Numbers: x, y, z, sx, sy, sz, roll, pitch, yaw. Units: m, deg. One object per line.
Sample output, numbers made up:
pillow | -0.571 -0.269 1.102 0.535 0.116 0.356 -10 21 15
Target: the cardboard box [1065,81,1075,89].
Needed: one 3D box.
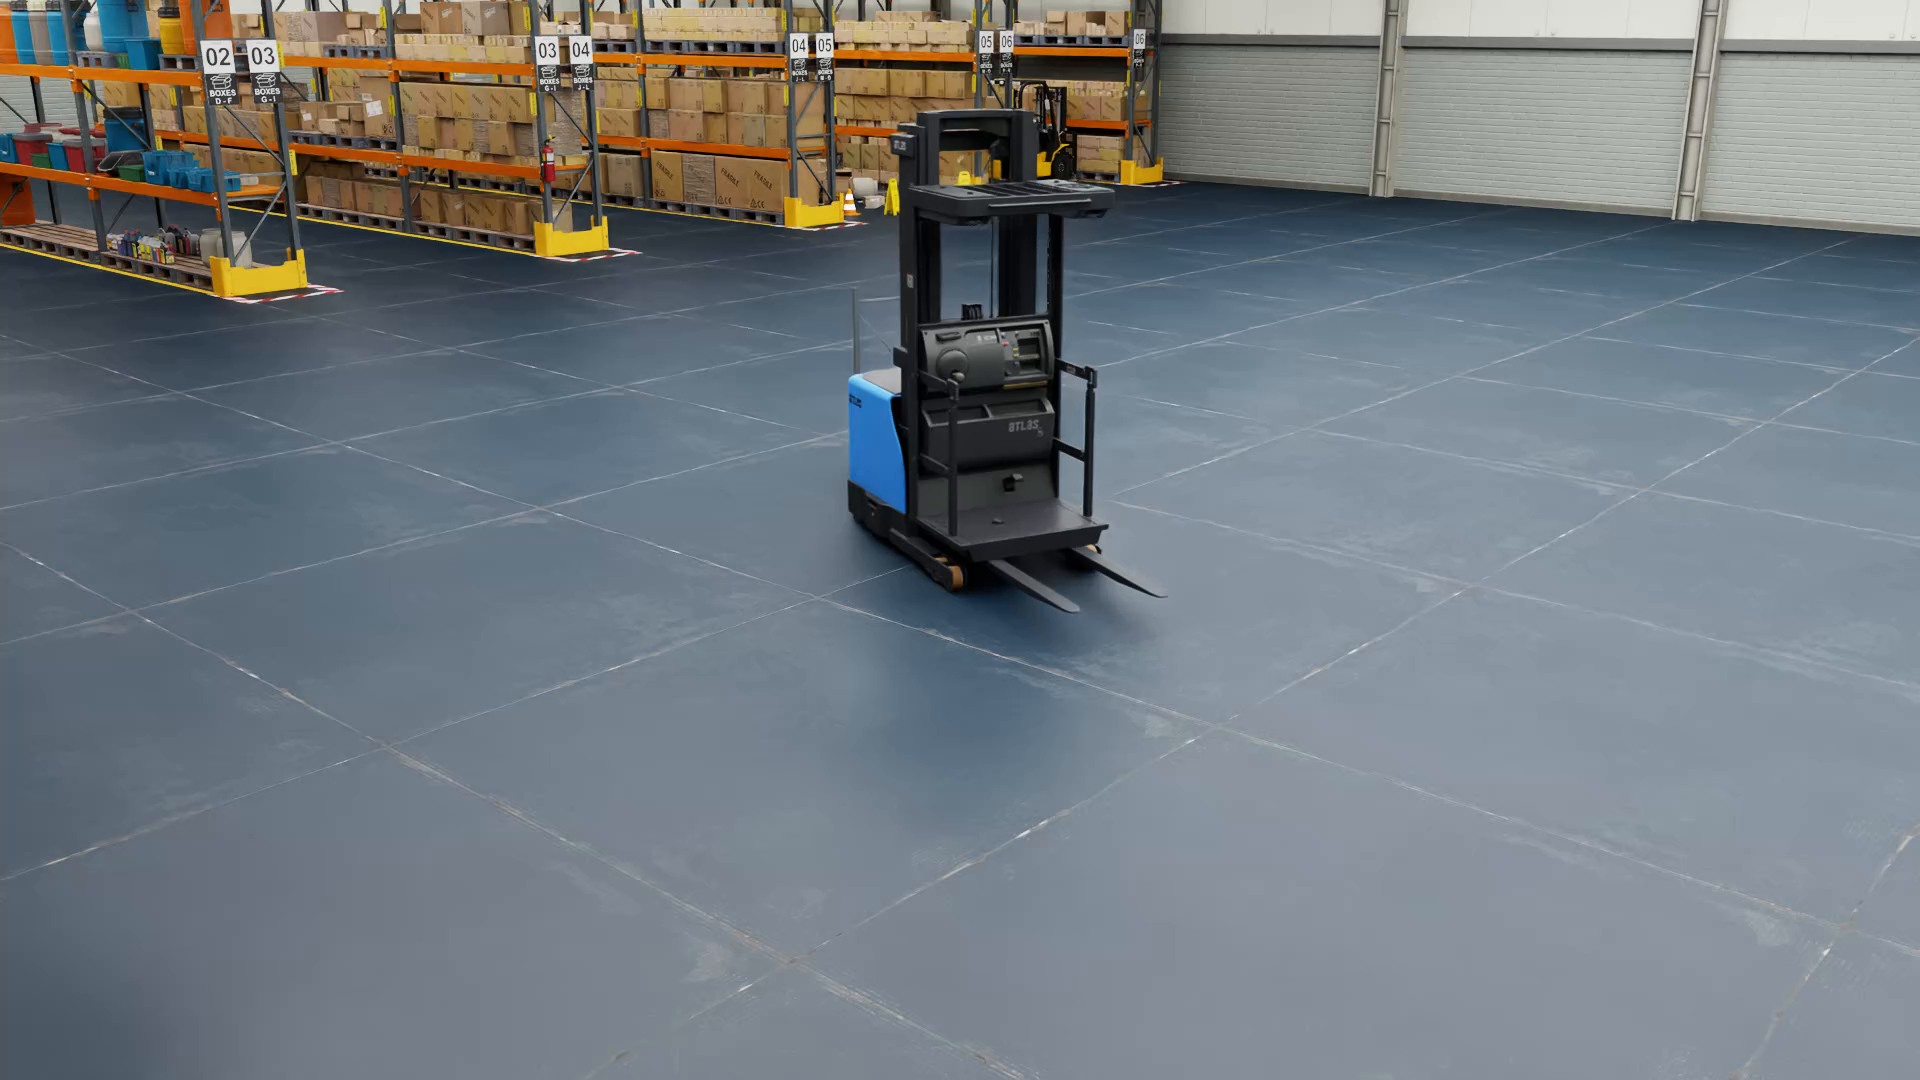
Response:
cardboard box | 2.511 -9.991 36.480 0.250 0.149 0.380 16 23 40

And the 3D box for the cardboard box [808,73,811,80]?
cardboard box | -3.363 -9.790 35.151 0.250 0.149 0.380 14 22 38

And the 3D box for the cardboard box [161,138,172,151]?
cardboard box | -16.019 -7.797 34.114 0.875 0.875 0.875 15 23 39

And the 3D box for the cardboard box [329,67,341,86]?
cardboard box | -13.988 -10.599 37.815 0.500 0.500 0.500 16 24 41

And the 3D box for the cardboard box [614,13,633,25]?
cardboard box | -7.860 -11.956 38.580 0.500 0.500 0.500 15 23 38

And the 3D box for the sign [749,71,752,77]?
sign | -5.390 -11.933 42.895 0.005 0.325 0.100 15 23 39

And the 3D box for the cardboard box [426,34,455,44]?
cardboard box | -8.237 -7.949 26.402 0.250 0.149 0.380 16 24 41

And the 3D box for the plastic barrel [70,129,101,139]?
plastic barrel | -13.328 -6.005 25.425 0.433 0.535 0.433 0 18 0

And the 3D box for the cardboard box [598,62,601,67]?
cardboard box | -8.769 -11.344 39.580 0.250 0.149 0.380 14 23 38

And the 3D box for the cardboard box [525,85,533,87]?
cardboard box | -6.530 -6.809 25.872 0.500 0.500 0.500 15 23 39

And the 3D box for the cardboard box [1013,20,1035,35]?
cardboard box | 1.409 -11.451 37.137 0.500 0.311 0.500 16 23 40

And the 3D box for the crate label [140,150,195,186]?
crate label | -10.774 -5.074 22.655 0.616 0.435 0.502 15 23 39

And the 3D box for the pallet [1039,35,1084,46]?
pallet | 2.512 -11.015 36.623 1.213 0.211 1.003 15 23 39

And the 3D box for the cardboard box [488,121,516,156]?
cardboard box | -6.777 -6.248 25.758 0.500 0.500 0.875 15 23 39

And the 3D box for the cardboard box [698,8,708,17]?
cardboard box | -4.369 -9.257 29.172 0.250 0.149 0.380 15 23 39

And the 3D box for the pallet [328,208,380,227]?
pallet | -10.422 -5.744 29.435 1.213 0.211 1.003 15 23 39

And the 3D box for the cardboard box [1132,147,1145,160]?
cardboard box | 3.726 -8.504 36.548 0.500 0.250 0.500 16 23 40

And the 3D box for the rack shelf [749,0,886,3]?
rack shelf | -3.539 -13.569 41.414 4.000 0.370 1.077 15 23 39

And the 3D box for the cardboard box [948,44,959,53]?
cardboard box | -0.012 -9.472 32.029 0.250 0.149 0.380 15 23 40

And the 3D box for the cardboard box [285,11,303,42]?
cardboard box | -11.356 -8.936 28.932 0.500 0.500 0.500 15 23 40

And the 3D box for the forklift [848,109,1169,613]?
forklift | 0.283 -1.221 10.687 1.130 2.935 3.031 -8 19 -25

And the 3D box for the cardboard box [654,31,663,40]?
cardboard box | -5.312 -9.130 30.093 0.250 0.149 0.380 15 23 39

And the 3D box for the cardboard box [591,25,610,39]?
cardboard box | -6.623 -9.578 31.337 0.500 0.250 0.500 15 23 39

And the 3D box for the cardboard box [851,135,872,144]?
cardboard box | -2.028 -8.252 34.268 0.250 0.149 0.380 15 23 40

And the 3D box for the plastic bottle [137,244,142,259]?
plastic bottle | -11.543 -4.072 23.454 0.097 0.201 0.097 0 18 0

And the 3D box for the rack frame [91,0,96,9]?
rack frame | -17.897 -11.941 34.435 0.127 3.000 1.000 15 23 39

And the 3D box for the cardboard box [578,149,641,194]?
cardboard box | -6.797 -7.201 32.441 0.750 0.750 1.050 15 23 39

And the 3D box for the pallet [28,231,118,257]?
pallet | -13.739 -4.616 25.882 1.213 0.211 1.003 15 23 39

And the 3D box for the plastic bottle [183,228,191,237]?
plastic bottle | -11.151 -4.331 24.026 0.185 0.351 0.144 15 23 39

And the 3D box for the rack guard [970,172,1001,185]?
rack guard | 0.591 -6.935 32.711 0.348 0.500 1.175 15 23 39

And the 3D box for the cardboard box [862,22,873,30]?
cardboard box | -1.741 -10.308 33.344 0.250 0.149 0.380 15 23 39

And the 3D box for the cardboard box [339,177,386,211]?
cardboard box | -10.547 -6.143 29.487 0.700 0.500 0.500 -16 24 -41

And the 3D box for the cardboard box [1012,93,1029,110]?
cardboard box | 1.507 -9.837 37.556 0.500 0.500 0.500 16 23 40

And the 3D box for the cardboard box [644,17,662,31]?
cardboard box | -5.374 -9.360 30.159 0.500 0.250 0.500 15 23 40

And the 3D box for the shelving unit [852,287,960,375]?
shelving unit | -0.386 -1.134 12.779 0.587 1.500 1.083 -8 19 -25

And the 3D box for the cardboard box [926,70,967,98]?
cardboard box | -0.252 -8.934 32.566 0.500 0.500 0.700 15 23 40

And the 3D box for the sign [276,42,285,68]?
sign | -8.849 -6.306 21.623 0.005 0.325 0.100 15 23 39

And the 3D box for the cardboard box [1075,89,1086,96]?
cardboard box | 2.722 -9.804 36.380 0.250 0.149 0.380 14 22 38

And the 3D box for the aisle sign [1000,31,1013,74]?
aisle sign | 0.900 -9.408 32.073 0.004 0.787 0.394 15 23 39

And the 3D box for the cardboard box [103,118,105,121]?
cardboard box | -17.658 -8.765 34.759 0.250 0.149 0.380 15 23 38

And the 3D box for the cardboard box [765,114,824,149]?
cardboard box | -2.870 -7.107 28.871 0.550 0.550 0.875 15 23 39

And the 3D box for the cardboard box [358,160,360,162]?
cardboard box | -13.537 -8.659 38.030 0.250 0.149 0.380 15 23 39

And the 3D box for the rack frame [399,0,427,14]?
rack frame | -11.537 -12.240 35.376 0.127 3.000 1.000 15 23 39

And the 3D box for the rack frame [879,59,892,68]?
rack frame | -2.043 -10.841 40.887 0.127 3.000 1.000 15 23 39

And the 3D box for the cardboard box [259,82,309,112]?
cardboard box | -12.449 -8.152 30.588 0.637 0.503 0.797 16 24 41

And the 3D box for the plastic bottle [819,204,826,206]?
plastic bottle | -2.698 -6.360 31.624 0.283 0.061 0.133 7 19 21

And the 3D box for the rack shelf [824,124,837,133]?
rack shelf | -3.840 -8.973 36.189 4.000 0.370 1.077 15 23 39

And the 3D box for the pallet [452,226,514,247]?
pallet | -7.479 -4.971 27.001 1.213 0.211 1.003 15 23 39

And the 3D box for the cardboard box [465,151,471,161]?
cardboard box | -7.612 -6.103 26.373 0.250 0.149 0.380 15 23 39

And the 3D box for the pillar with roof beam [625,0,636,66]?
pillar with roof beam | -12.303 -15.078 44.320 0.400 9.000 9.100 15 23 39
